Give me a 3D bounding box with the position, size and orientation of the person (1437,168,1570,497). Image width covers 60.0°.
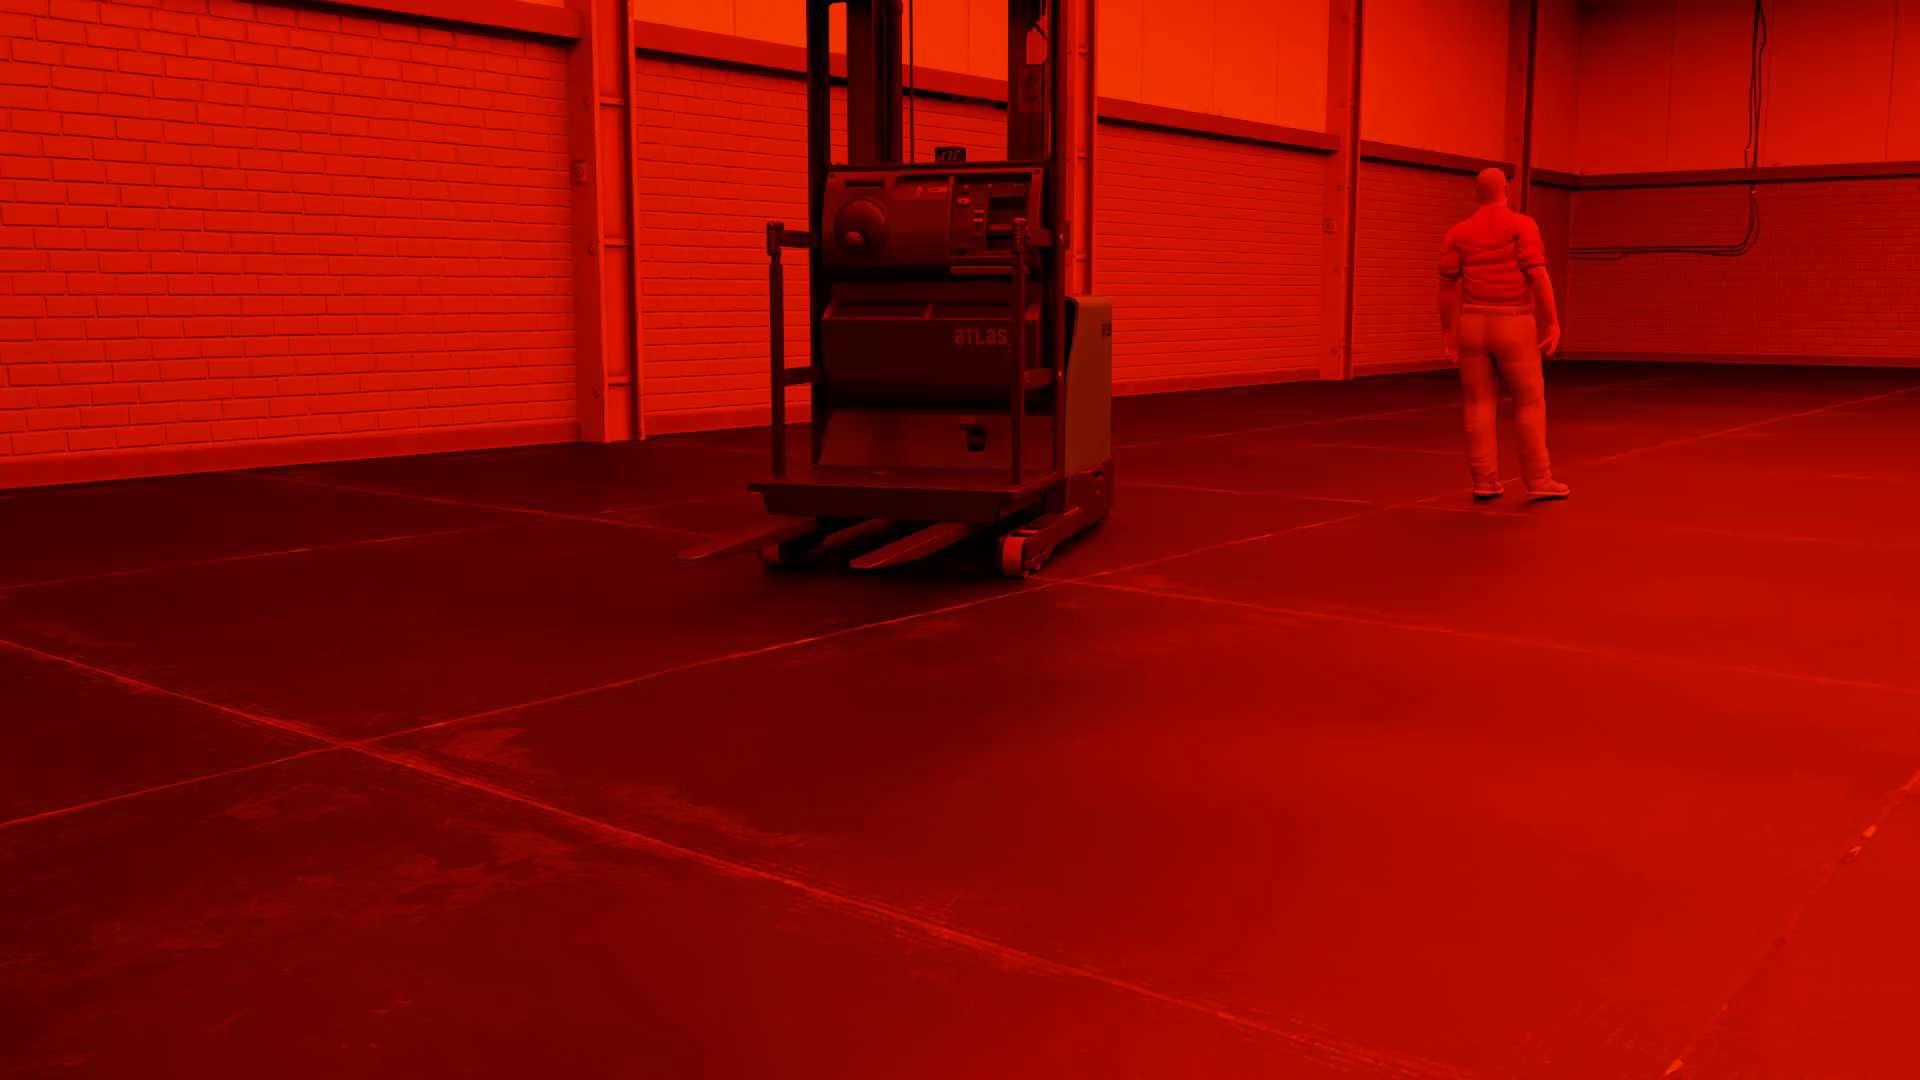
[{"bbox_3d":[2.901,-1.095,8.864,0.641,1.727,0.551,7,11,39],"label":"person"}]

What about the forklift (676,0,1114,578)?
[{"bbox_3d":[-0.176,-1.366,6.616,1.130,2.935,3.031,3,9,17],"label":"forklift"}]
